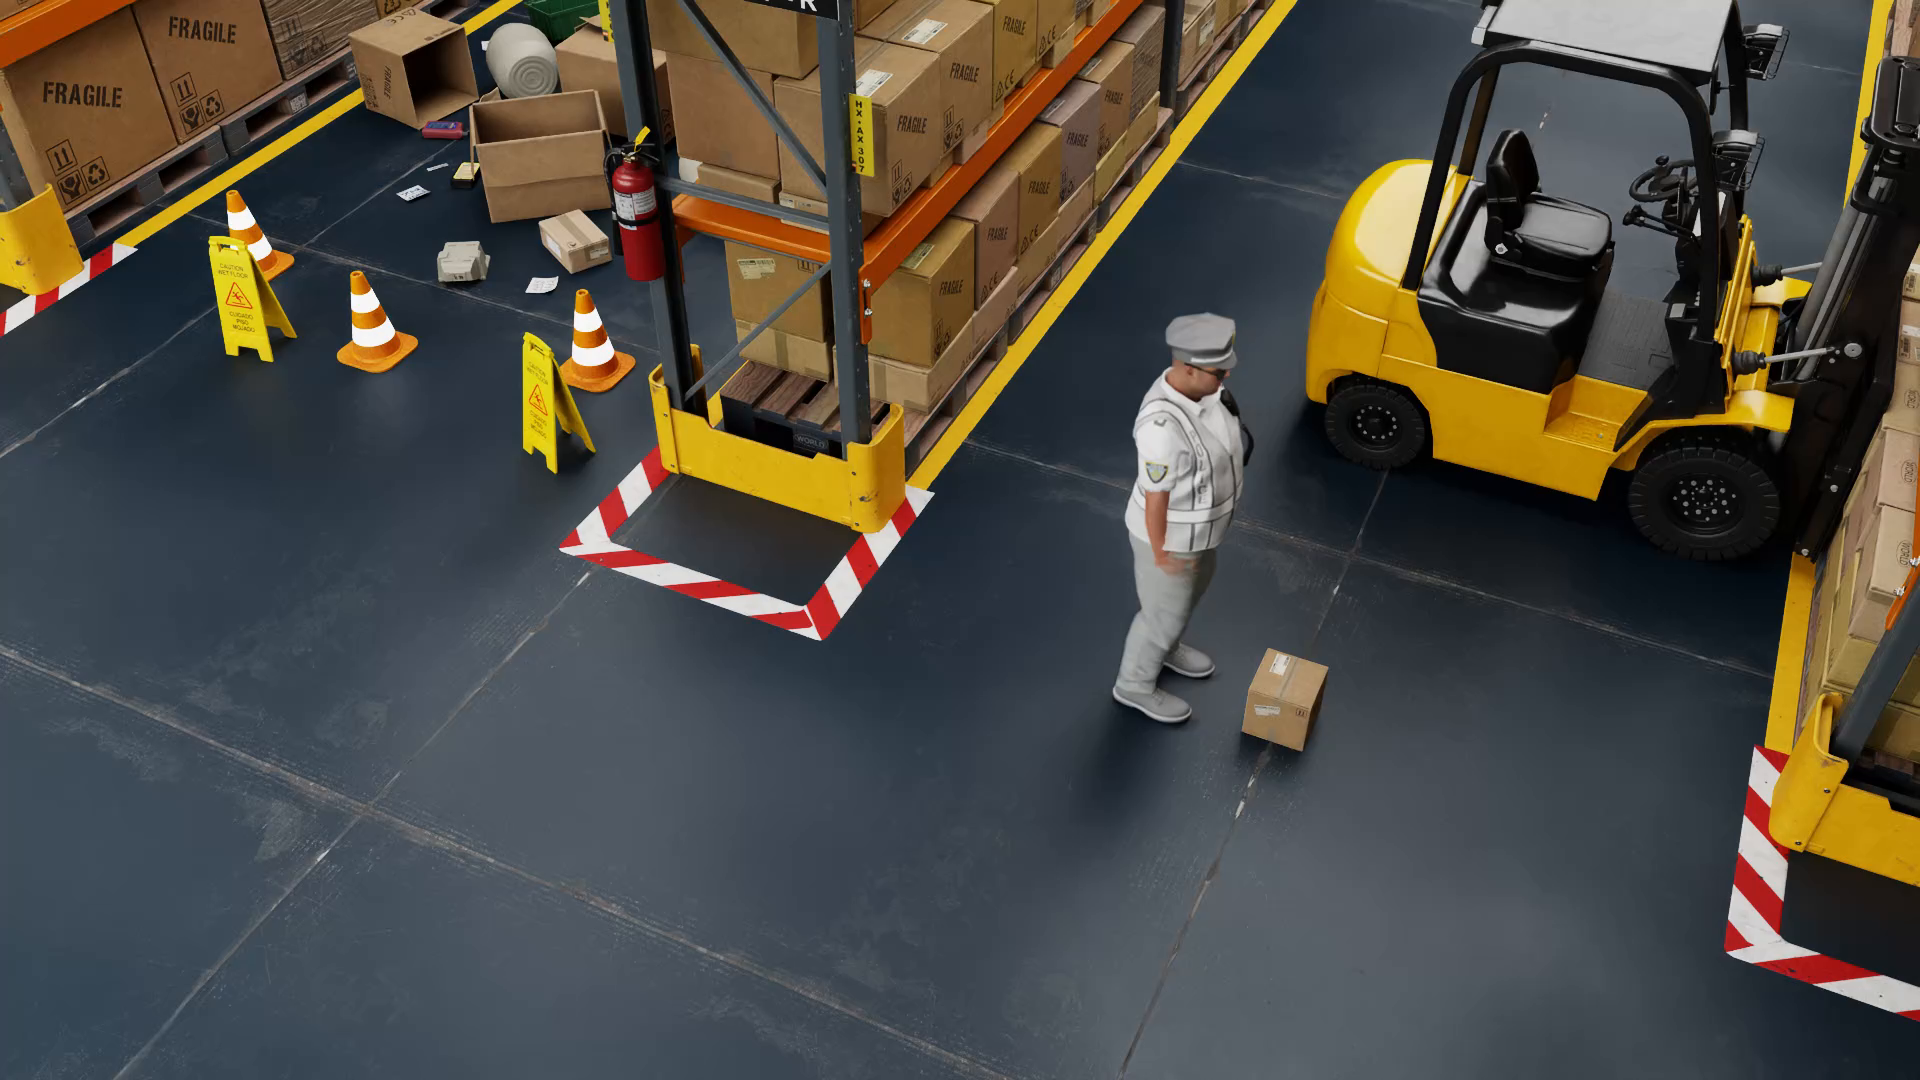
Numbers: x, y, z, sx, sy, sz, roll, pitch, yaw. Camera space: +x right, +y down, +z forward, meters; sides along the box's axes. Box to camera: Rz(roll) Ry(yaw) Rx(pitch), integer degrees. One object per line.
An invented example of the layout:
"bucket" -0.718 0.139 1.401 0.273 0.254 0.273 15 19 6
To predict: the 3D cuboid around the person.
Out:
"person" 0.840 -0.077 6.250 0.393 1.742 0.528 18 45 19
